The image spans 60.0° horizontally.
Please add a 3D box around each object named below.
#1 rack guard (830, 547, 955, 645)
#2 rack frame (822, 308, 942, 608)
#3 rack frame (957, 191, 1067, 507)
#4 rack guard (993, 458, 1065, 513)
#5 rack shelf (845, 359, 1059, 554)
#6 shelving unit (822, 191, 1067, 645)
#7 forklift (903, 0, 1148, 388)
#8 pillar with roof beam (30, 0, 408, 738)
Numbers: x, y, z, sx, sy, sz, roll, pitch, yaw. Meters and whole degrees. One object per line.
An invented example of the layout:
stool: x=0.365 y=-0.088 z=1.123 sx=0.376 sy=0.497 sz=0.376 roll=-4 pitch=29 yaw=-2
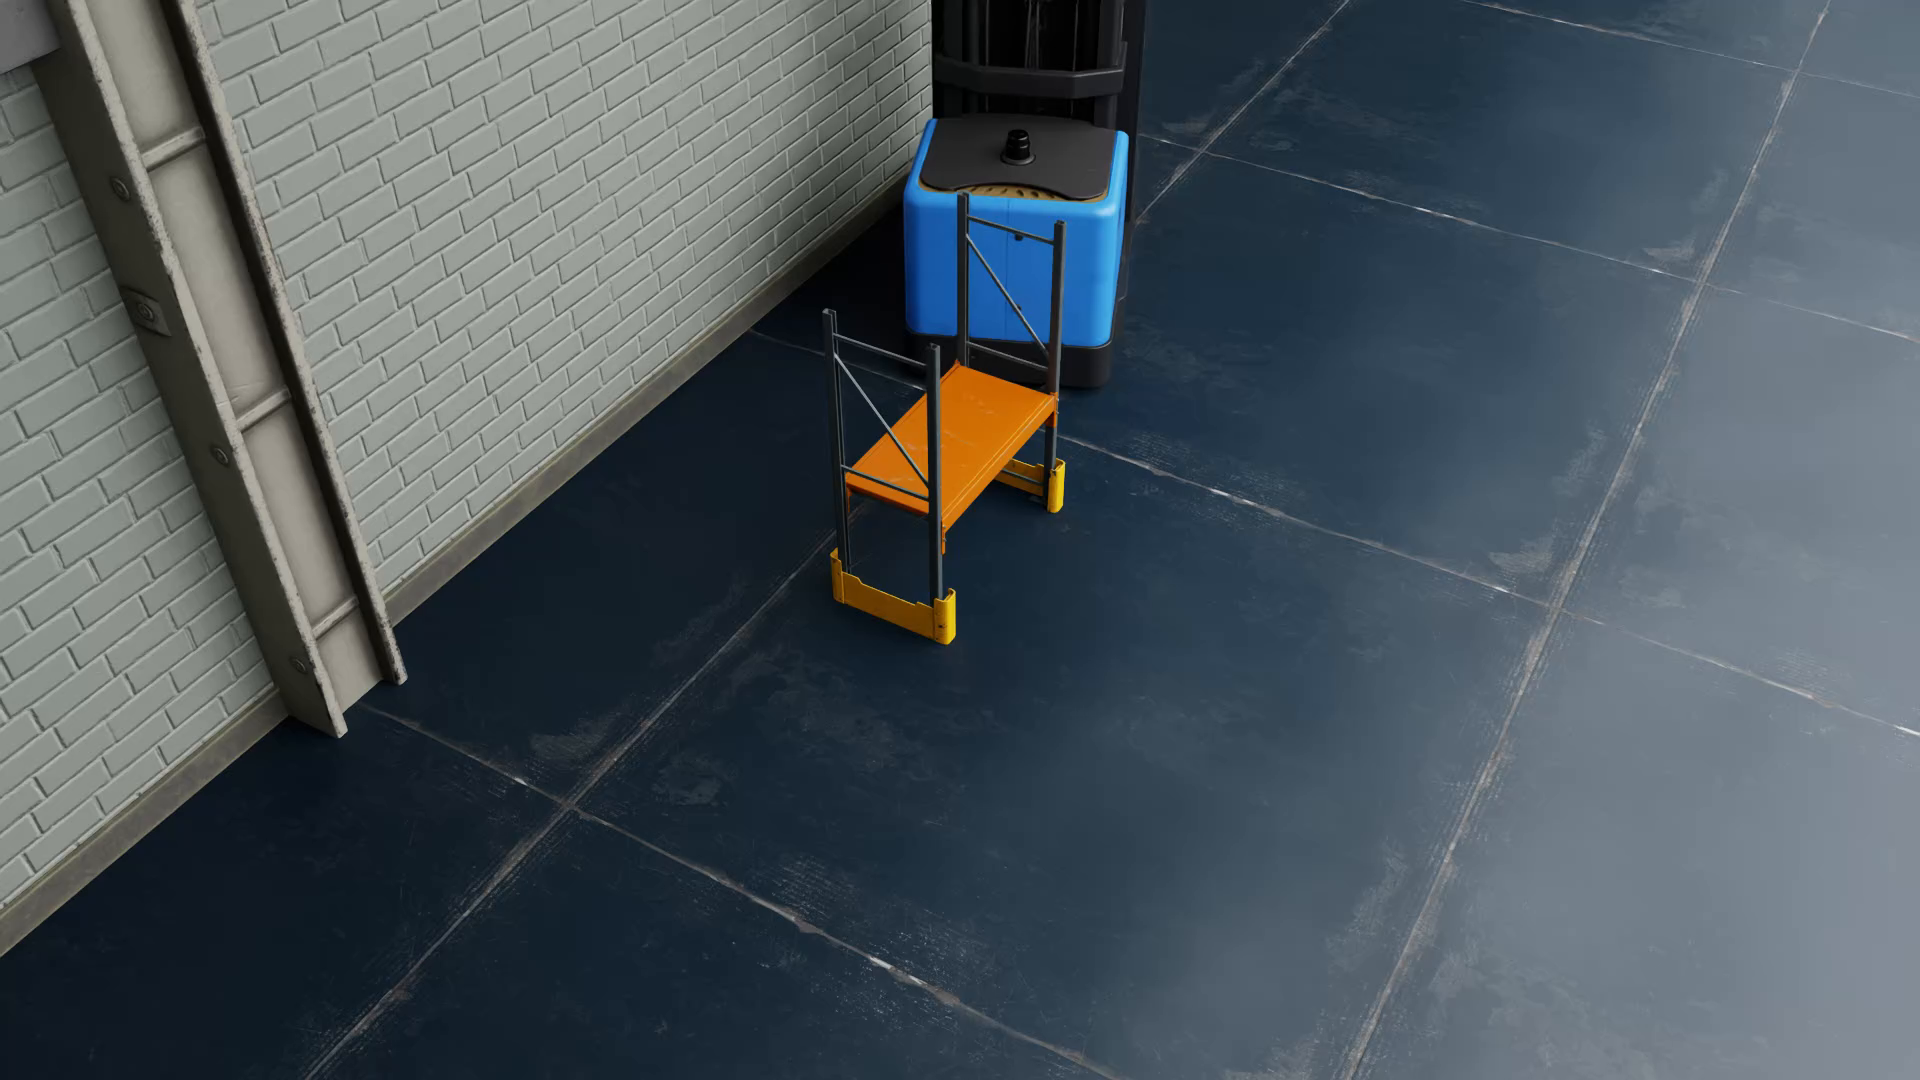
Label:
rack guard: x=-0.287 y=0.235 z=7.110 sx=0.587 sy=0.250 sz=0.087 roll=21 pitch=45 yaw=22
rack frame: x=-0.297 y=-0.223 z=6.684 sx=0.500 sy=1.500 sz=0.032 roll=21 pitch=45 yaw=22
rack frame: x=0.212 y=-0.805 z=7.345 sx=0.500 sy=1.500 sz=0.032 roll=21 pitch=45 yaw=22
rack guard: x=0.211 y=-0.335 z=7.757 sx=0.587 sy=0.250 sz=0.087 roll=21 pitch=45 yaw=22
rack shelf: x=-0.043 y=-0.379 z=7.133 sx=0.538 sy=0.185 sz=1.000 roll=21 pitch=45 yaw=22
shelving unit: x=-0.038 y=-0.519 z=7.020 sx=0.587 sy=1.500 sz=1.083 roll=21 pitch=45 yaw=22
forklift: x=0.432 y=-2.837 z=8.570 sx=1.130 sy=2.935 sz=3.031 roll=5 pitch=42 yaw=6
pillar with roof beam: x=1.203 y=-1.320 z=2.256 sx=9.100 sy=9.000 sz=0.400 roll=21 pitch=45 yaw=22
